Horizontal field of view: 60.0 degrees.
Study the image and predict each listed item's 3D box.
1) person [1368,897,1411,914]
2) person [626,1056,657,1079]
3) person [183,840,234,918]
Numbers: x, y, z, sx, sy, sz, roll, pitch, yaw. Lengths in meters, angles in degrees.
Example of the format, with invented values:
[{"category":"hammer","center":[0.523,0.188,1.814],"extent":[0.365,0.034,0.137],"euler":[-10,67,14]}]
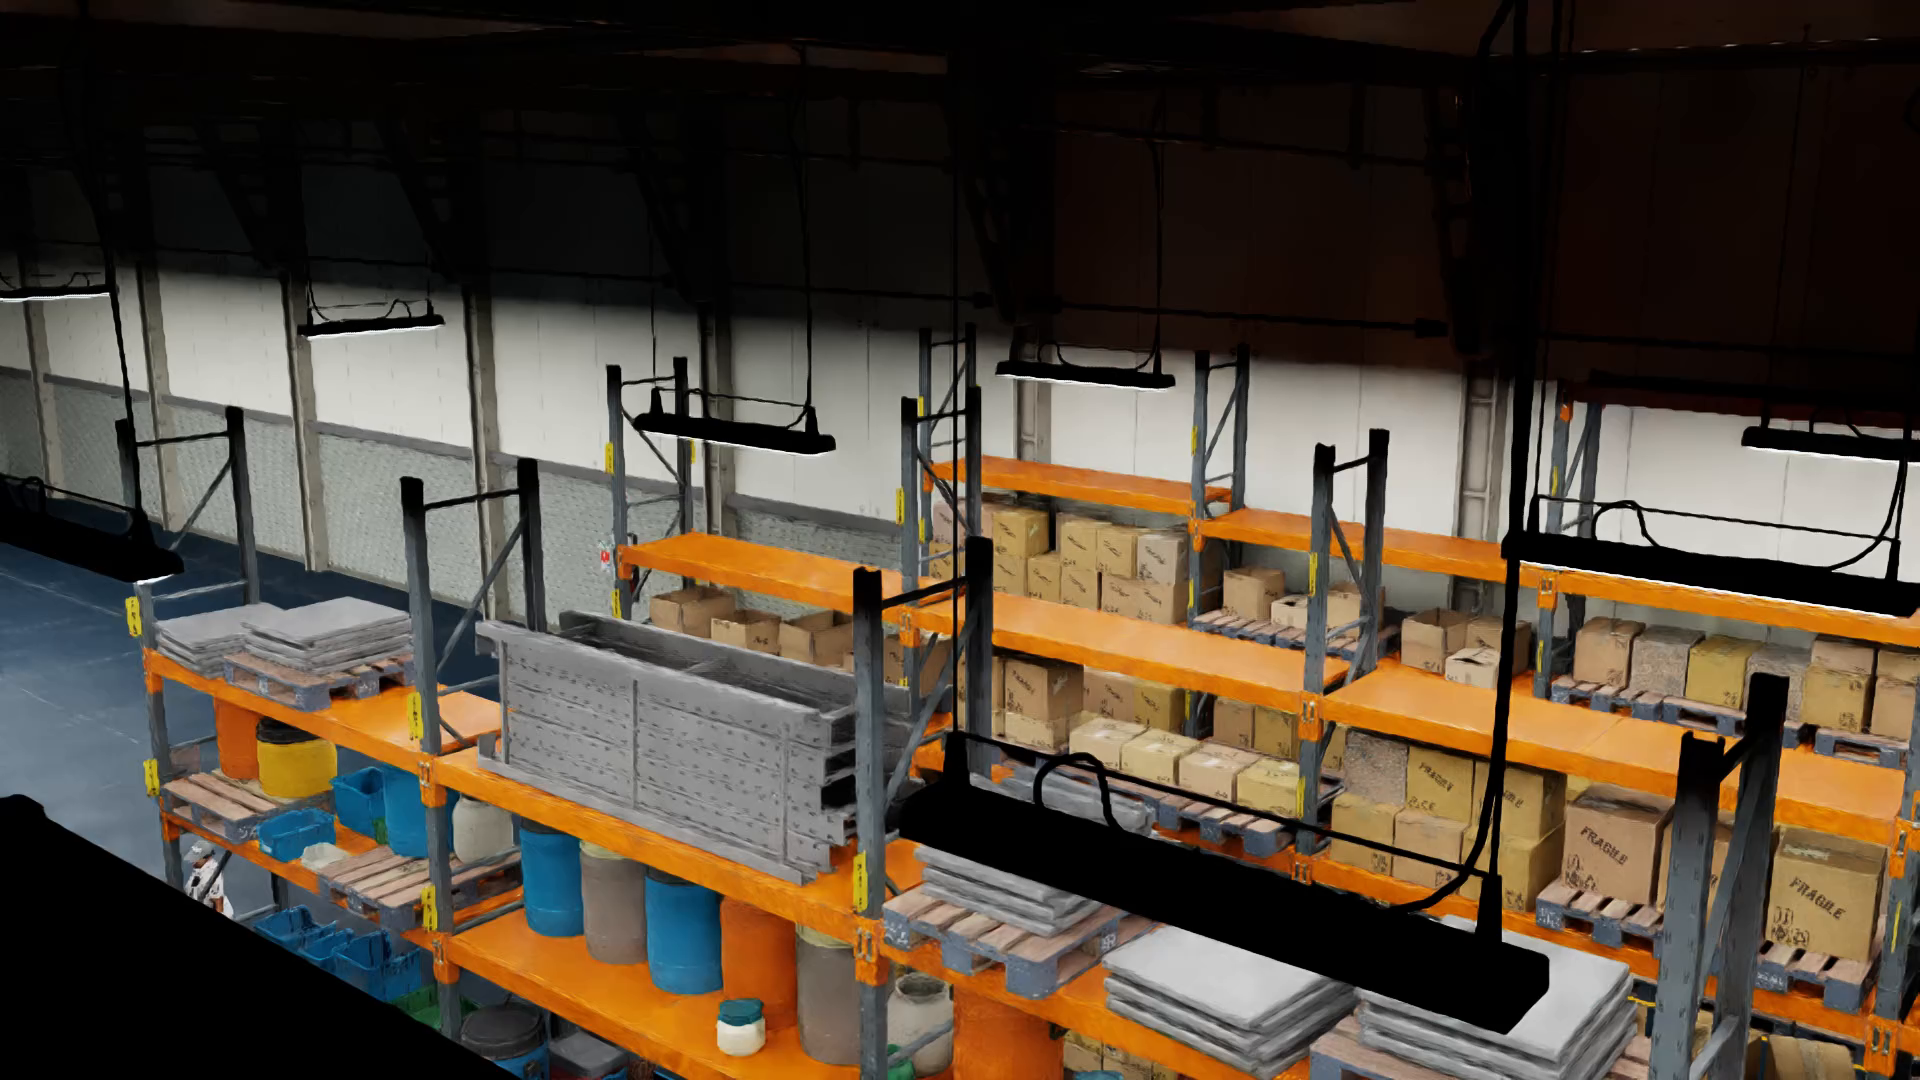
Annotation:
[{"category":"person","center":[4.217,3.642,16.374],"extent":[0.997,1.623,0.448],"euler":[7,15,30]},{"category":"person","center":[-2.308,4.469,11.945],"extent":[0.484,1.595,0.435],"euler":[6,14,26]},{"category":"person","center":[-7.247,3.688,16.109],"extent":[0.421,1.668,0.606],"euler":[-7,15,-29]}]
